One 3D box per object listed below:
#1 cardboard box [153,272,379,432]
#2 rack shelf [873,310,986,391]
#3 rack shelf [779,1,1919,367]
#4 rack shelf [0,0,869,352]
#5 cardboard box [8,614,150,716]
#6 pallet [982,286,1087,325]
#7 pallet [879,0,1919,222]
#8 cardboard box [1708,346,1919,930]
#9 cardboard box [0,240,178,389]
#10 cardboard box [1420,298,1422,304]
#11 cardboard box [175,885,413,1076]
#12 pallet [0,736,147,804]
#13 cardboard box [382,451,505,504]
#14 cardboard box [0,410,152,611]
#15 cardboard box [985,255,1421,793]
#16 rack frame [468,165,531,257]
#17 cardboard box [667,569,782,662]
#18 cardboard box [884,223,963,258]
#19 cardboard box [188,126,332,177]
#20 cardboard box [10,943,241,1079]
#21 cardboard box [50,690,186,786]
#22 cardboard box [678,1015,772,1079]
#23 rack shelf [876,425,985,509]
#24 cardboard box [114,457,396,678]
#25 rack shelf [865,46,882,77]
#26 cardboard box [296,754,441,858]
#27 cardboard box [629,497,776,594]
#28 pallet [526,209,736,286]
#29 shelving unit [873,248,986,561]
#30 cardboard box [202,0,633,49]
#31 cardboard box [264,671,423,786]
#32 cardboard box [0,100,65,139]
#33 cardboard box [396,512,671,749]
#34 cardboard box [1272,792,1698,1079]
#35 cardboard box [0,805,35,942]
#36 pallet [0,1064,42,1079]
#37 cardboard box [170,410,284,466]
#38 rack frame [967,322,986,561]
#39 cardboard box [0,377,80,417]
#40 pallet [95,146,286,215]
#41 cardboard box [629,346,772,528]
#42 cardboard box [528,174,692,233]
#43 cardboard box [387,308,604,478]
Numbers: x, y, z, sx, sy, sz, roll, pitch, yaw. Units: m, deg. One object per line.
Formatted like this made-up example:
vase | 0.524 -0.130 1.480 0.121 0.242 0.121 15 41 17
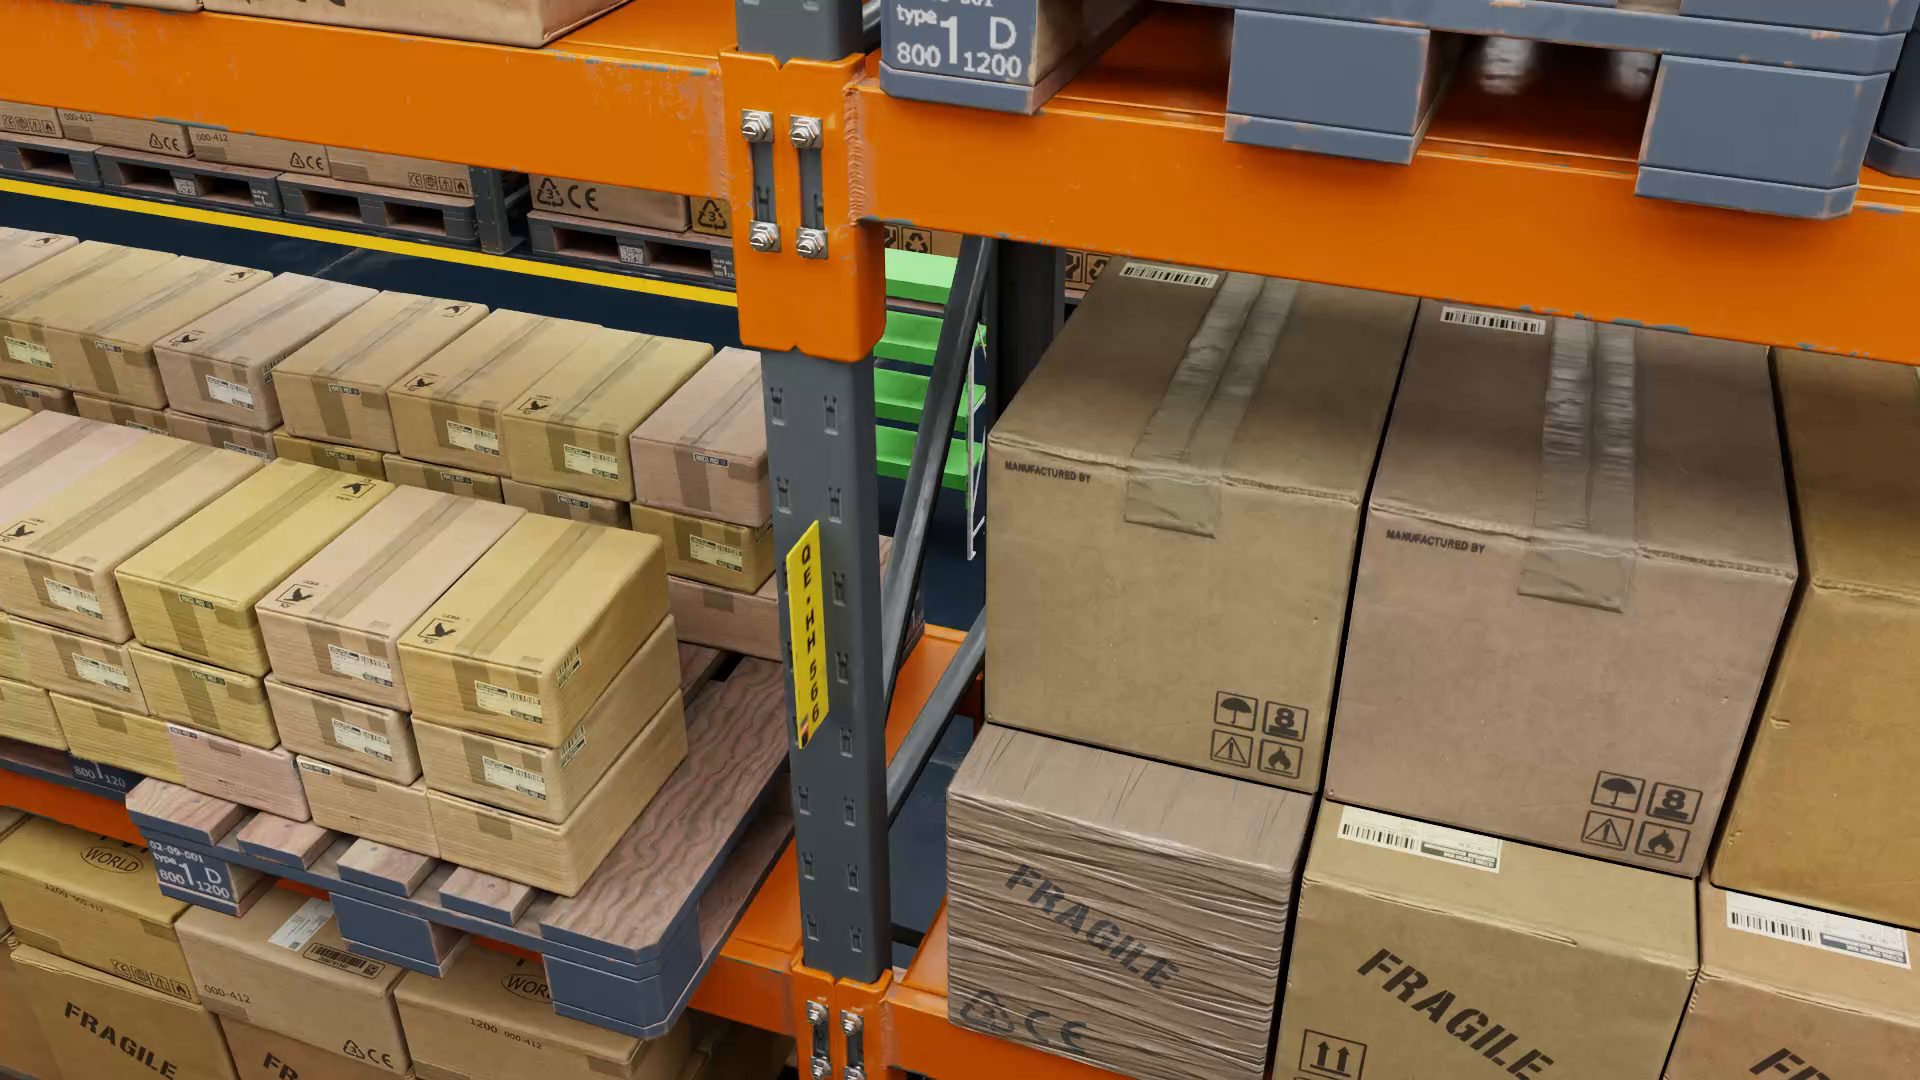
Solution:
cardboard box | -1.390 -0.389 3.384 0.250 0.149 0.380 13 35 19
rack shelf | -0.156 -0.682 5.876 0.480 0.148 0.258 11 34 16
rack shelf | 1.850 -0.285 1.823 4.000 0.370 1.077 11 34 16
rack shelf | -1.915 -1.017 2.957 4.000 0.370 1.077 11 34 16
cardboard box | -1.387 0.113 2.880 0.250 0.149 0.380 11 34 17
pallet | 0.826 -1.250 7.992 1.213 0.211 1.003 11 34 16
pallet | 0.592 -0.783 2.106 1.003 0.211 1.213 13 35 19
cardboard box | 1.347 0.117 2.289 0.500 0.500 0.700 10 34 16
cardboard box | -1.873 -0.484 3.531 0.250 0.149 0.380 11 34 16
cardboard box | 2.071 -1.203 7.383 0.625 0.372 0.950 9 34 13
cardboard box | -1.244 0.788 3.491 0.500 0.250 0.500 11 35 17
pallet | -1.910 0.046 3.590 1.213 0.211 1.003 11 34 16
cardboard box | -0.928 -0.175 3.326 0.250 0.149 0.380 10 34 15
cardboard box | -1.608 -0.058 2.871 0.250 0.149 0.380 11 34 16
cardboard box | 0.387 -0.068 2.575 0.500 0.500 0.700 11 34 16
rack frame | -2.223 -2.971 8.086 0.127 3.000 1.000 11 34 16
cardboard box | -0.386 0.051 3.249 0.250 0.149 0.380 11 34 16
cardboard box | 0.082 -1.857 7.932 0.875 0.875 0.875 11 35 17
cardboard box | -3.621 -2.404 9.183 0.875 0.438 0.875 10 34 15
cardboard box | -1.731 1.009 3.840 0.500 0.500 0.500 9 34 14
cardboard box | -1.361 0.240 2.957 0.250 0.149 0.380 11 34 16
cardboard box | -0.740 1.194 3.553 0.500 0.500 0.500 11 34 16
rack shelf | -0.156 -0.279 6.136 0.480 0.148 0.258 11 34 16
cardboard box | -1.131 0.036 2.725 0.250 0.149 0.380 12 35 18
rack shelf | -0.340 -2.303 7.714 4.000 0.370 1.077 11 34 16
cardboard box | -0.885 0.334 2.811 0.250 0.149 0.380 11 34 16
cardboard box | -0.420 -0.080 3.178 0.250 0.149 0.380 13 35 19
pallet | -1.471 -1.697 8.683 1.213 0.211 1.003 11 34 16
shelving unit | -0.156 -0.534 5.971 0.503 1.200 0.258 11 34 16
cardboard box | -0.656 -0.970 2.129 0.500 0.500 0.500 11 34 16
cardboard box | -0.903 0.205 2.737 0.250 0.149 0.380 12 35 18
cardboard box | -5.334 -2.733 9.693 0.875 0.438 0.875 10 34 15
cardboard box | -0.649 0.131 2.578 0.250 0.149 0.380 10 34 15
cardboard box | 0.779 0.577 2.499 0.500 0.500 0.500 11 34 16
cardboard box | -2.211 0.596 3.788 0.500 0.250 0.500 12 35 18
pallet | -1.912 1.111 4.335 1.213 0.211 1.003 11 34 16
cardboard box | -1.400 -0.267 3.469 0.250 0.149 0.380 11 34 17
rack frame | 0.074 -0.490 5.902 0.015 1.200 0.240 11 34 16
cardboard box | -1.888 -0.362 3.615 0.250 0.149 0.380 12 35 18
pallet | -4.065 -2.201 9.464 1.213 0.211 1.003 11 34 16
cardboard box | -0.406 -0.198 3.087 0.250 0.149 0.380 11 34 17
cardboard box | -1.612 -2.182 8.436 0.875 0.875 0.875 12 35 18
cardboard box | -0.885 -0.292 3.233 0.250 0.149 0.380 11 34 16
